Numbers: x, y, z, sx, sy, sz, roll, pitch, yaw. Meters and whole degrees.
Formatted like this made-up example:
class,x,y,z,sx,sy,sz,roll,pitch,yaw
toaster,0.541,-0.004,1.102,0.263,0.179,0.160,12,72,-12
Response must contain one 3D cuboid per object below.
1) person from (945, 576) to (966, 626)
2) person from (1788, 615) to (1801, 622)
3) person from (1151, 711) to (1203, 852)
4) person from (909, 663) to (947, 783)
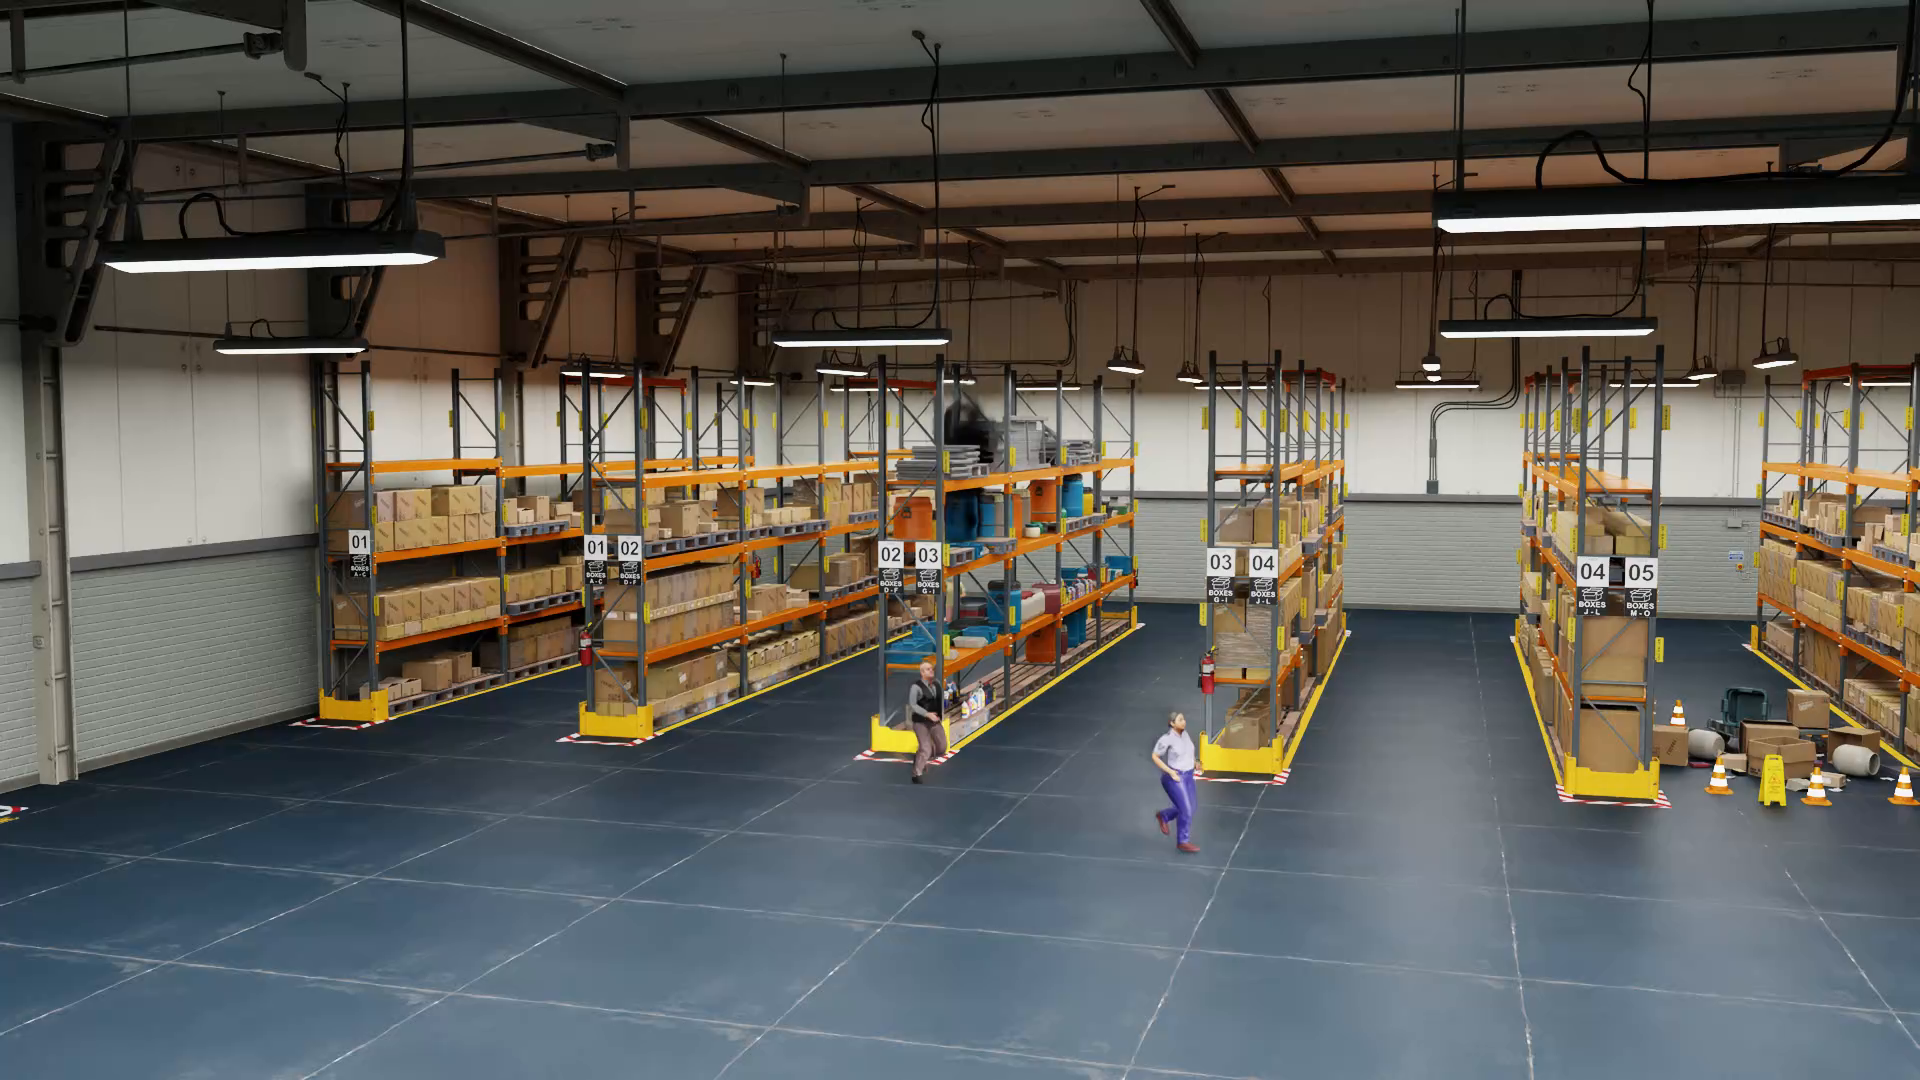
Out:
class,x,y,z,sx,sy,sz,roll,pitch,yaw
person,-0.161,1.502,37.089,0.587,1.650,0.989,0,4,6
person,18.739,1.498,37.202,0.594,1.692,0.840,-3,5,-40
person,2.529,2.807,19.520,0.615,1.602,0.727,-4,6,-45
person,-0.421,2.528,23.010,0.689,1.686,0.632,-4,6,-43
